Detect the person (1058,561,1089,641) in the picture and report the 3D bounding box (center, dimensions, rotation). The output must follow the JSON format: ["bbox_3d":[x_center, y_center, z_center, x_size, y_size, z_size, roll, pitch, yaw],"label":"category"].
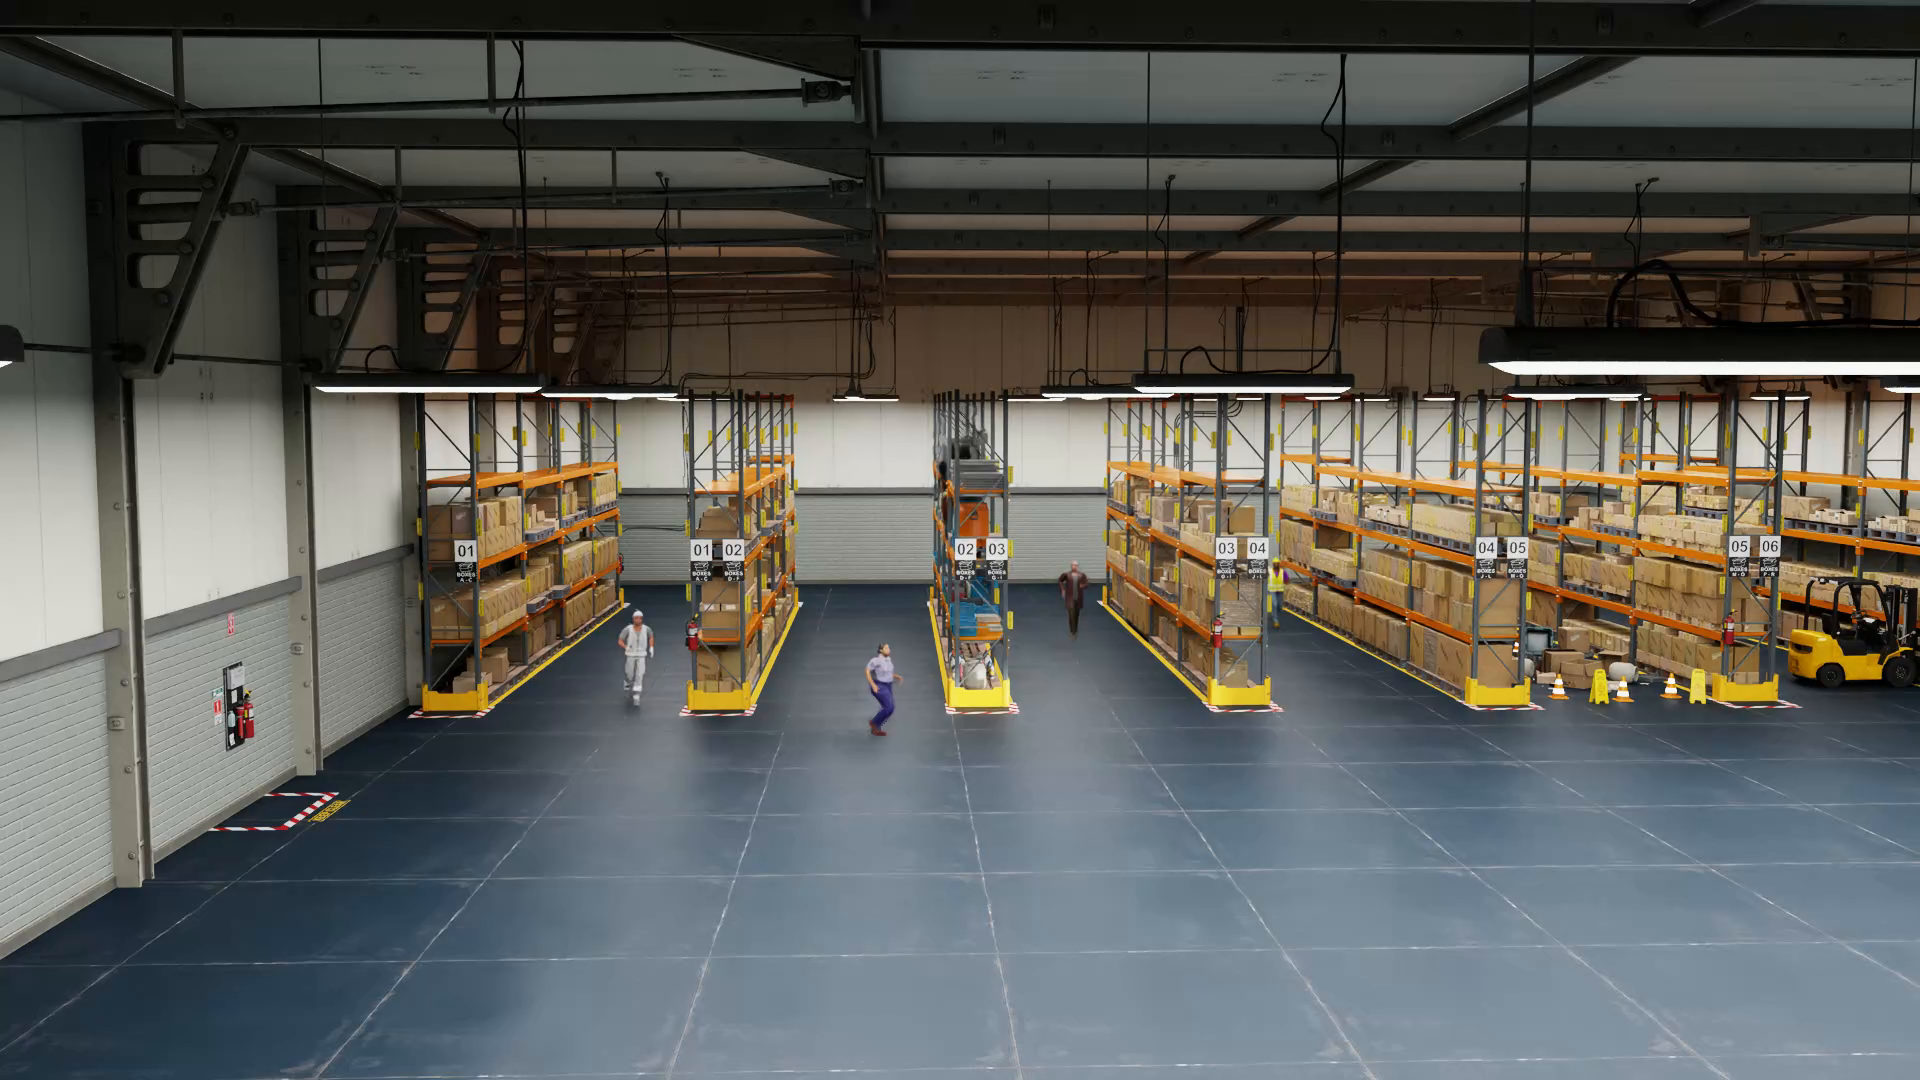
[{"bbox_3d":[2.664,1.447,38.800,0.694,1.739,0.847,-1,5,-8],"label":"person"}]

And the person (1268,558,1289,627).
[{"bbox_3d":[8.141,1.336,42.861,0.709,1.747,0.972,0,5,-6],"label":"person"}]

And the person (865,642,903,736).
[{"bbox_3d":[-1.295,2.572,28.732,0.572,1.613,0.612,2,5,22],"label":"person"}]

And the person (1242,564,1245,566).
[{"bbox_3d":[7.878,1.025,47.699,0.651,1.677,0.840,3,5,30],"label":"person"}]

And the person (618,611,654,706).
[{"bbox_3d":[-6.186,2.238,31.830,0.699,1.779,0.876,-2,5,-20],"label":"person"}]
